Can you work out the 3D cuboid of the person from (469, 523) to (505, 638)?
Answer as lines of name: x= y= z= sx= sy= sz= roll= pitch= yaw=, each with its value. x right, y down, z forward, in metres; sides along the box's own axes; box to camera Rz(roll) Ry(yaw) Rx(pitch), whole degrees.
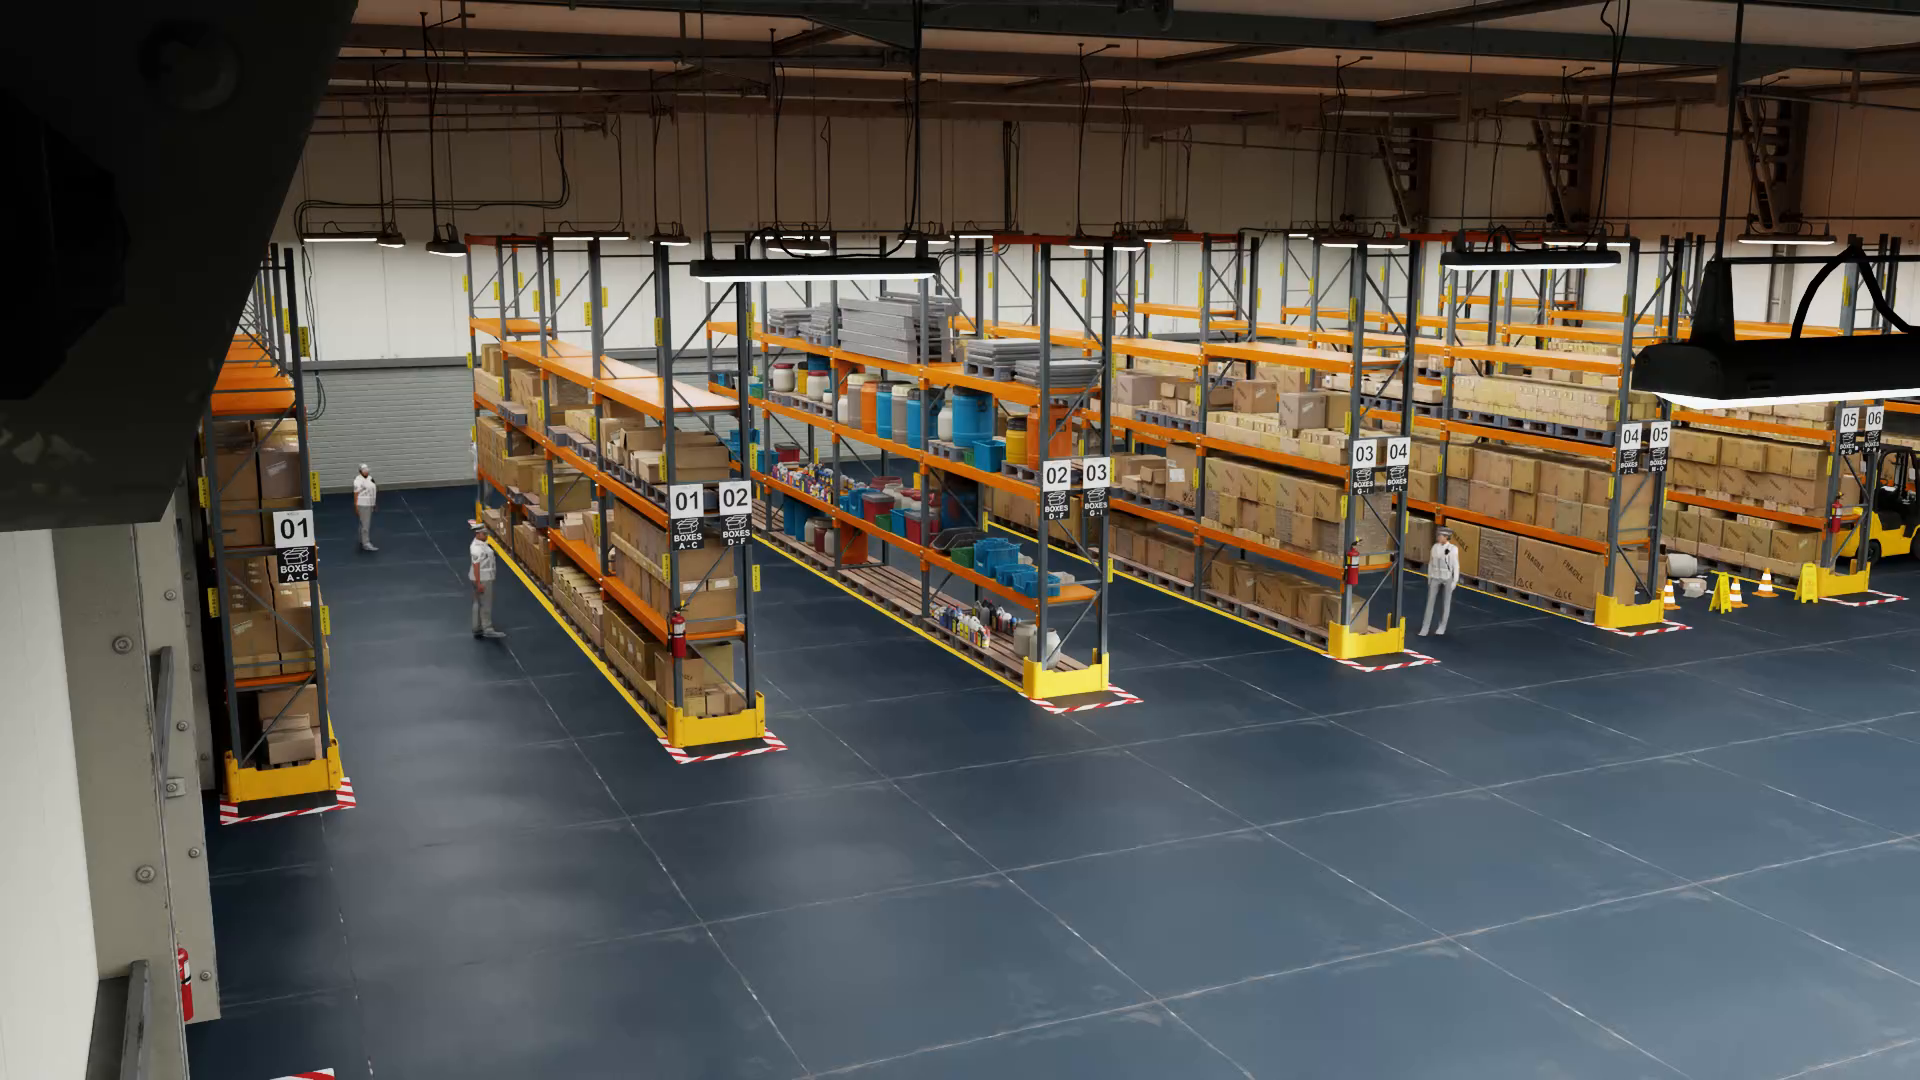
person: x=-7.272 y=0.600 z=25.421 sx=0.461 sy=1.770 sz=0.551 roll=-5 pitch=12 yaw=-26

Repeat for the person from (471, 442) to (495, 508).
person: x=-10.416 y=-1.543 z=36.364 sx=0.480 sy=1.769 sz=0.559 roll=-3 pitch=11 yaw=-14

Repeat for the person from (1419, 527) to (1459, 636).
person: x=7.367 y=0.633 z=25.472 sx=0.486 sy=1.691 sz=0.532 roll=6 pitch=13 yaw=29

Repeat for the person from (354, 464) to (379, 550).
person: x=-11.478 y=-0.652 z=32.180 sx=0.463 sy=1.678 sz=0.503 roll=-1 pitch=11 yaw=-5
